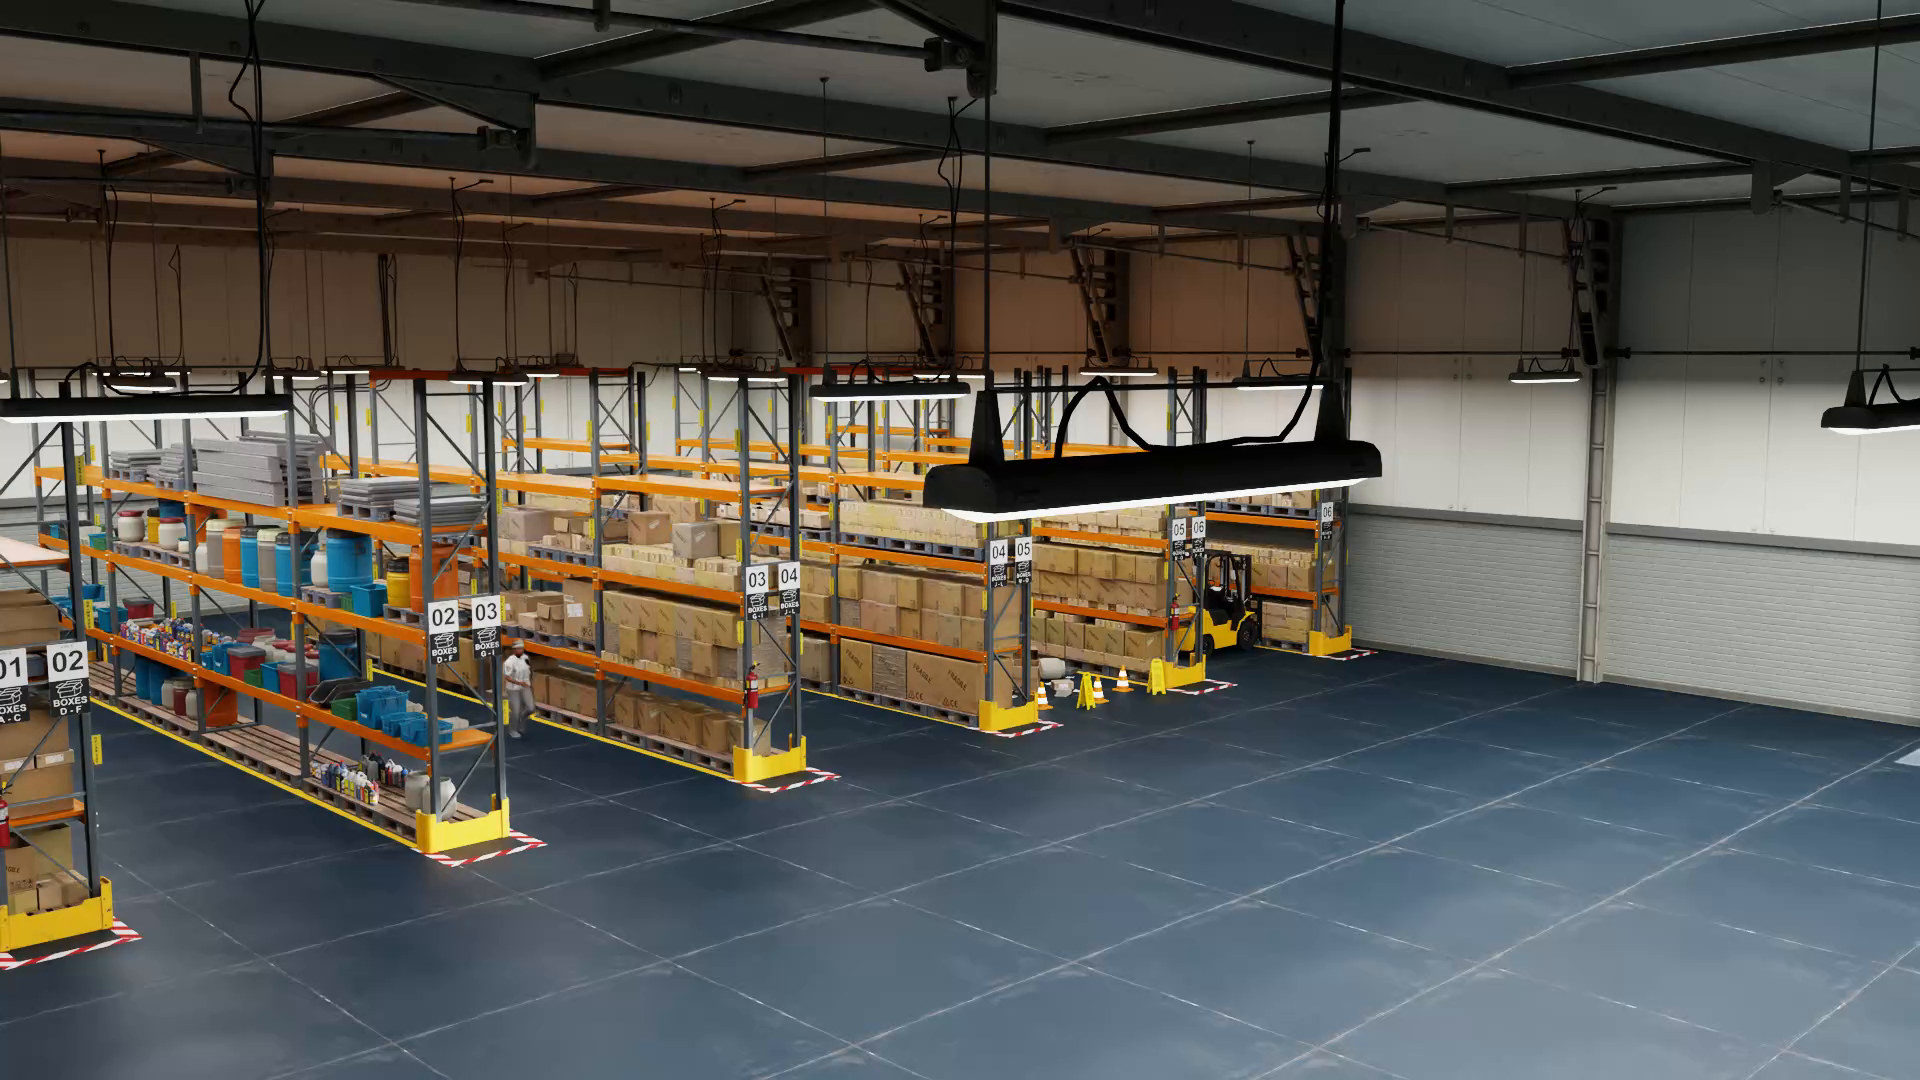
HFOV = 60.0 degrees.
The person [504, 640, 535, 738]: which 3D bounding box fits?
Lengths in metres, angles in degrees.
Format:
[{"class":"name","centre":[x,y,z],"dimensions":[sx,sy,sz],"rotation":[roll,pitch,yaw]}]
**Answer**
[{"class":"person","centre":[-7.194,2.435,27.255],"dimensions":[0.664,1.648,0.551],"rotation":[6,9,43]}]

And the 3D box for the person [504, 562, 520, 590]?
[{"class":"person","centre":[-10.850,0.915,40.428],"dimensions":[0.807,1.738,0.706],"rotation":[-6,9,-41]}]
